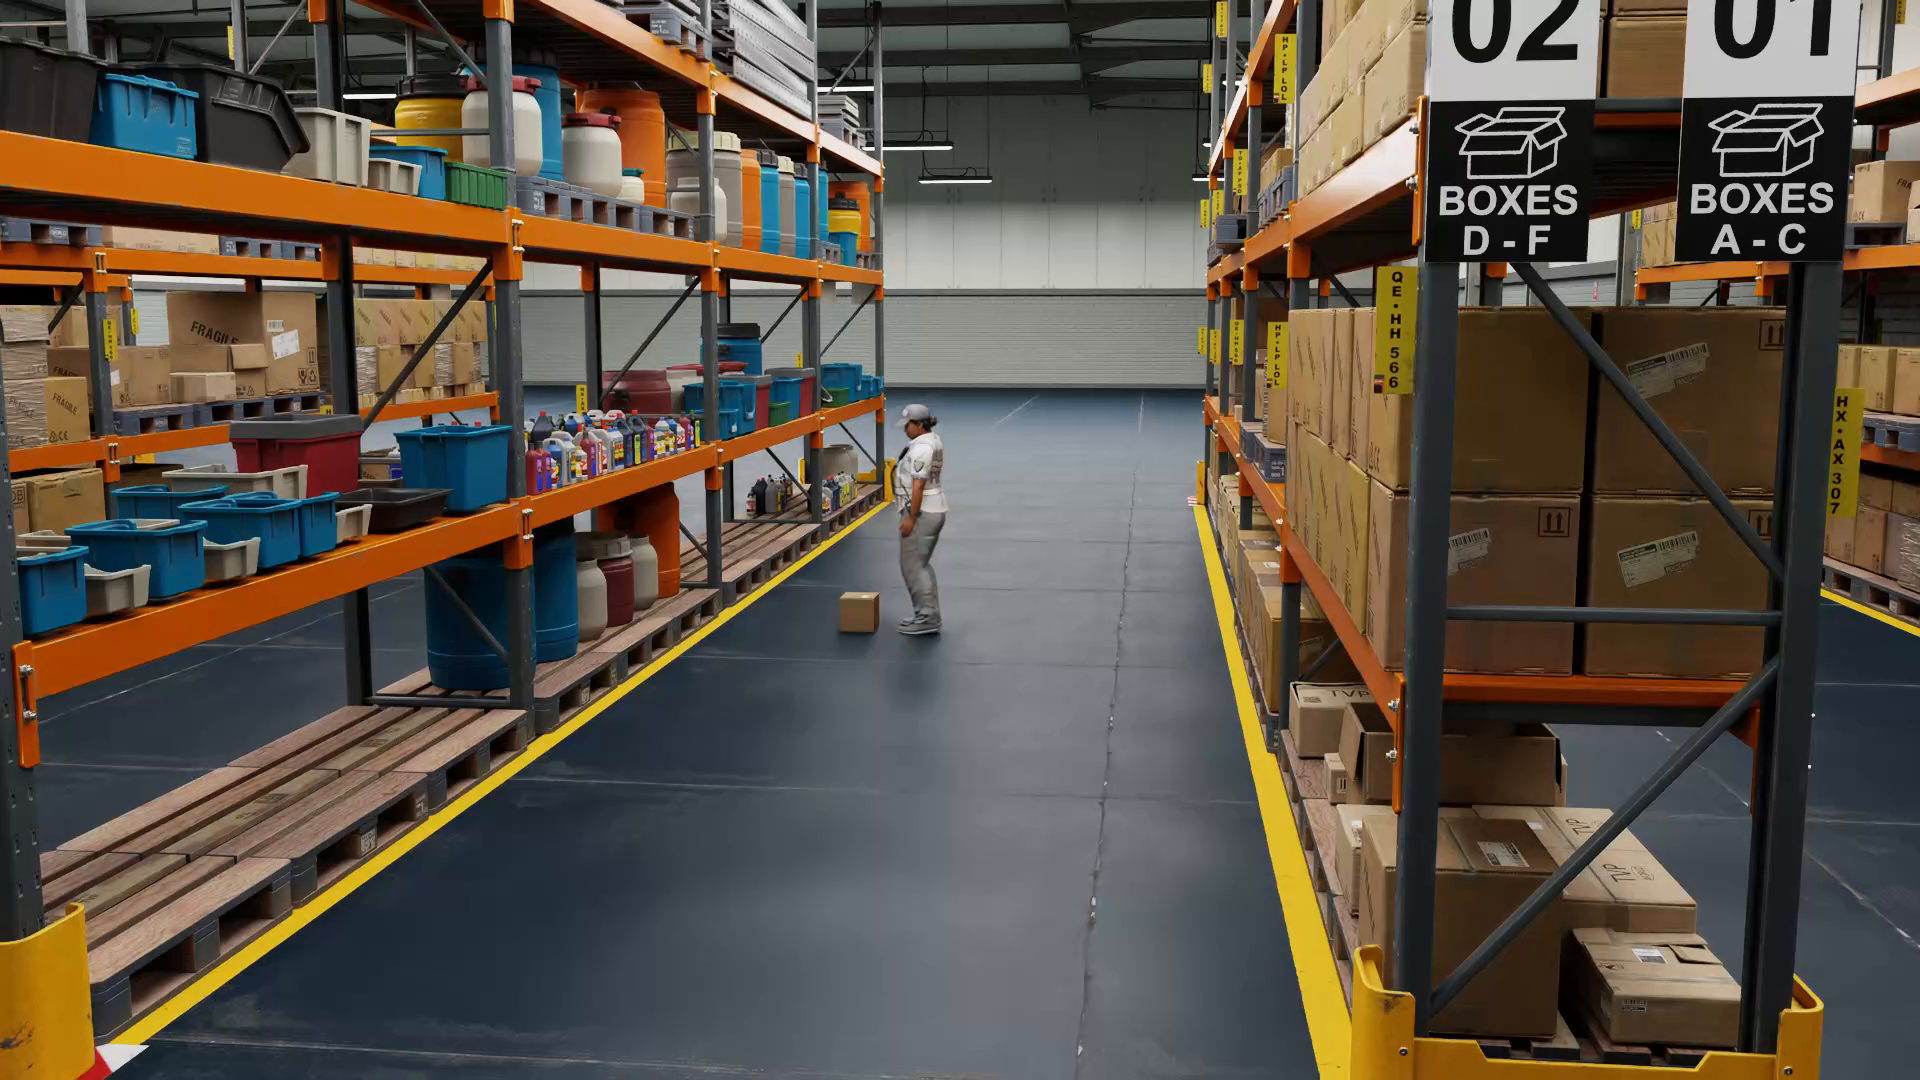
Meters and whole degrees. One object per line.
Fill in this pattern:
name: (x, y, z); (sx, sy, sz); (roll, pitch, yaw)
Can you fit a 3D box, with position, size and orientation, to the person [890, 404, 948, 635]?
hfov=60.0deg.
person: (-0.288, -0.154, 11.999); (0.389, 1.653, 0.474); (1, 8, 7)
